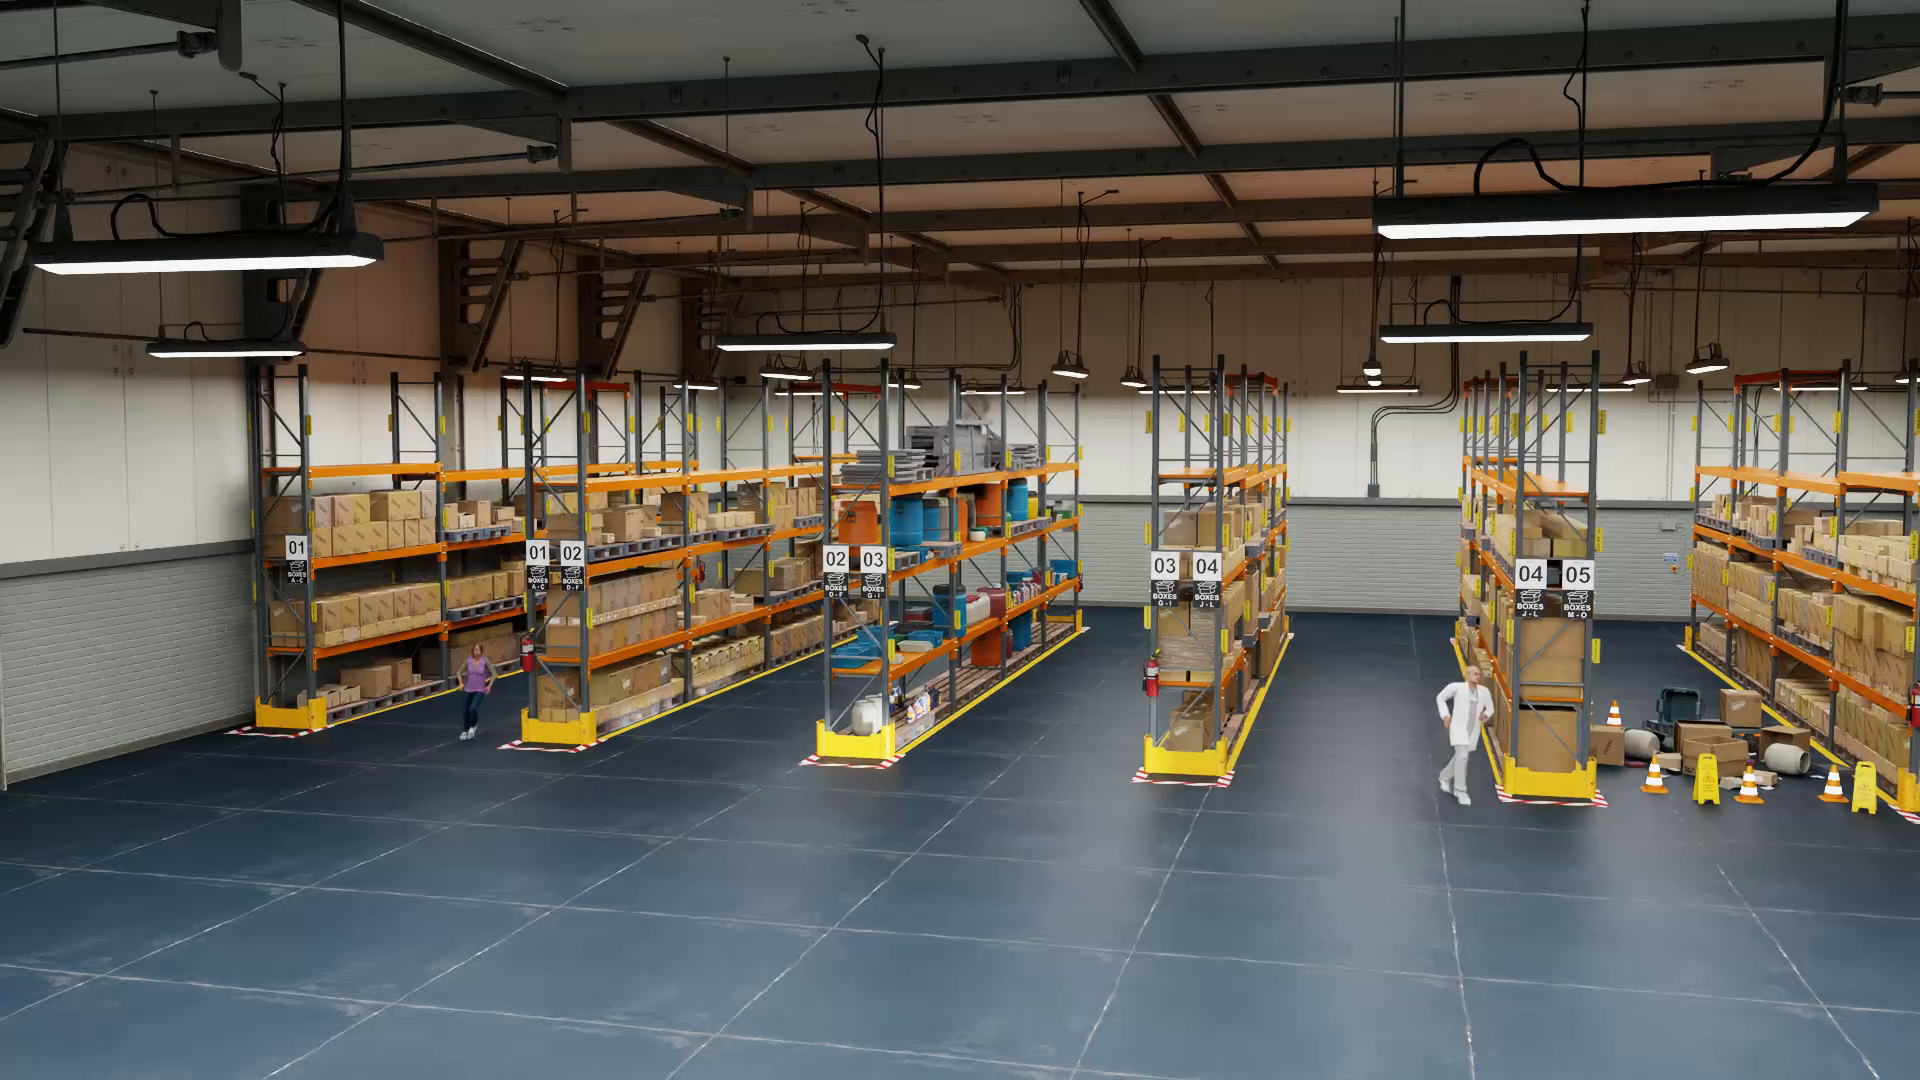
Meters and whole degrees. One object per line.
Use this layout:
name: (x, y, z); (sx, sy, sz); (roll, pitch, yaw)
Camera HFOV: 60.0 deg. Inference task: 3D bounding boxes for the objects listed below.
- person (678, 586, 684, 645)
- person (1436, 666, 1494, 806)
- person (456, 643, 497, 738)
person: (-5.724, 1.764, 34.743); (0.665, 1.713, 0.821); (1, 4, 10)
person: (6.816, 2.585, 22.349); (0.696, 1.802, 0.899); (-1, 4, -15)
person: (-7.702, 2.405, 26.409); (0.602, 1.542, 0.539); (0, 4, 1)
